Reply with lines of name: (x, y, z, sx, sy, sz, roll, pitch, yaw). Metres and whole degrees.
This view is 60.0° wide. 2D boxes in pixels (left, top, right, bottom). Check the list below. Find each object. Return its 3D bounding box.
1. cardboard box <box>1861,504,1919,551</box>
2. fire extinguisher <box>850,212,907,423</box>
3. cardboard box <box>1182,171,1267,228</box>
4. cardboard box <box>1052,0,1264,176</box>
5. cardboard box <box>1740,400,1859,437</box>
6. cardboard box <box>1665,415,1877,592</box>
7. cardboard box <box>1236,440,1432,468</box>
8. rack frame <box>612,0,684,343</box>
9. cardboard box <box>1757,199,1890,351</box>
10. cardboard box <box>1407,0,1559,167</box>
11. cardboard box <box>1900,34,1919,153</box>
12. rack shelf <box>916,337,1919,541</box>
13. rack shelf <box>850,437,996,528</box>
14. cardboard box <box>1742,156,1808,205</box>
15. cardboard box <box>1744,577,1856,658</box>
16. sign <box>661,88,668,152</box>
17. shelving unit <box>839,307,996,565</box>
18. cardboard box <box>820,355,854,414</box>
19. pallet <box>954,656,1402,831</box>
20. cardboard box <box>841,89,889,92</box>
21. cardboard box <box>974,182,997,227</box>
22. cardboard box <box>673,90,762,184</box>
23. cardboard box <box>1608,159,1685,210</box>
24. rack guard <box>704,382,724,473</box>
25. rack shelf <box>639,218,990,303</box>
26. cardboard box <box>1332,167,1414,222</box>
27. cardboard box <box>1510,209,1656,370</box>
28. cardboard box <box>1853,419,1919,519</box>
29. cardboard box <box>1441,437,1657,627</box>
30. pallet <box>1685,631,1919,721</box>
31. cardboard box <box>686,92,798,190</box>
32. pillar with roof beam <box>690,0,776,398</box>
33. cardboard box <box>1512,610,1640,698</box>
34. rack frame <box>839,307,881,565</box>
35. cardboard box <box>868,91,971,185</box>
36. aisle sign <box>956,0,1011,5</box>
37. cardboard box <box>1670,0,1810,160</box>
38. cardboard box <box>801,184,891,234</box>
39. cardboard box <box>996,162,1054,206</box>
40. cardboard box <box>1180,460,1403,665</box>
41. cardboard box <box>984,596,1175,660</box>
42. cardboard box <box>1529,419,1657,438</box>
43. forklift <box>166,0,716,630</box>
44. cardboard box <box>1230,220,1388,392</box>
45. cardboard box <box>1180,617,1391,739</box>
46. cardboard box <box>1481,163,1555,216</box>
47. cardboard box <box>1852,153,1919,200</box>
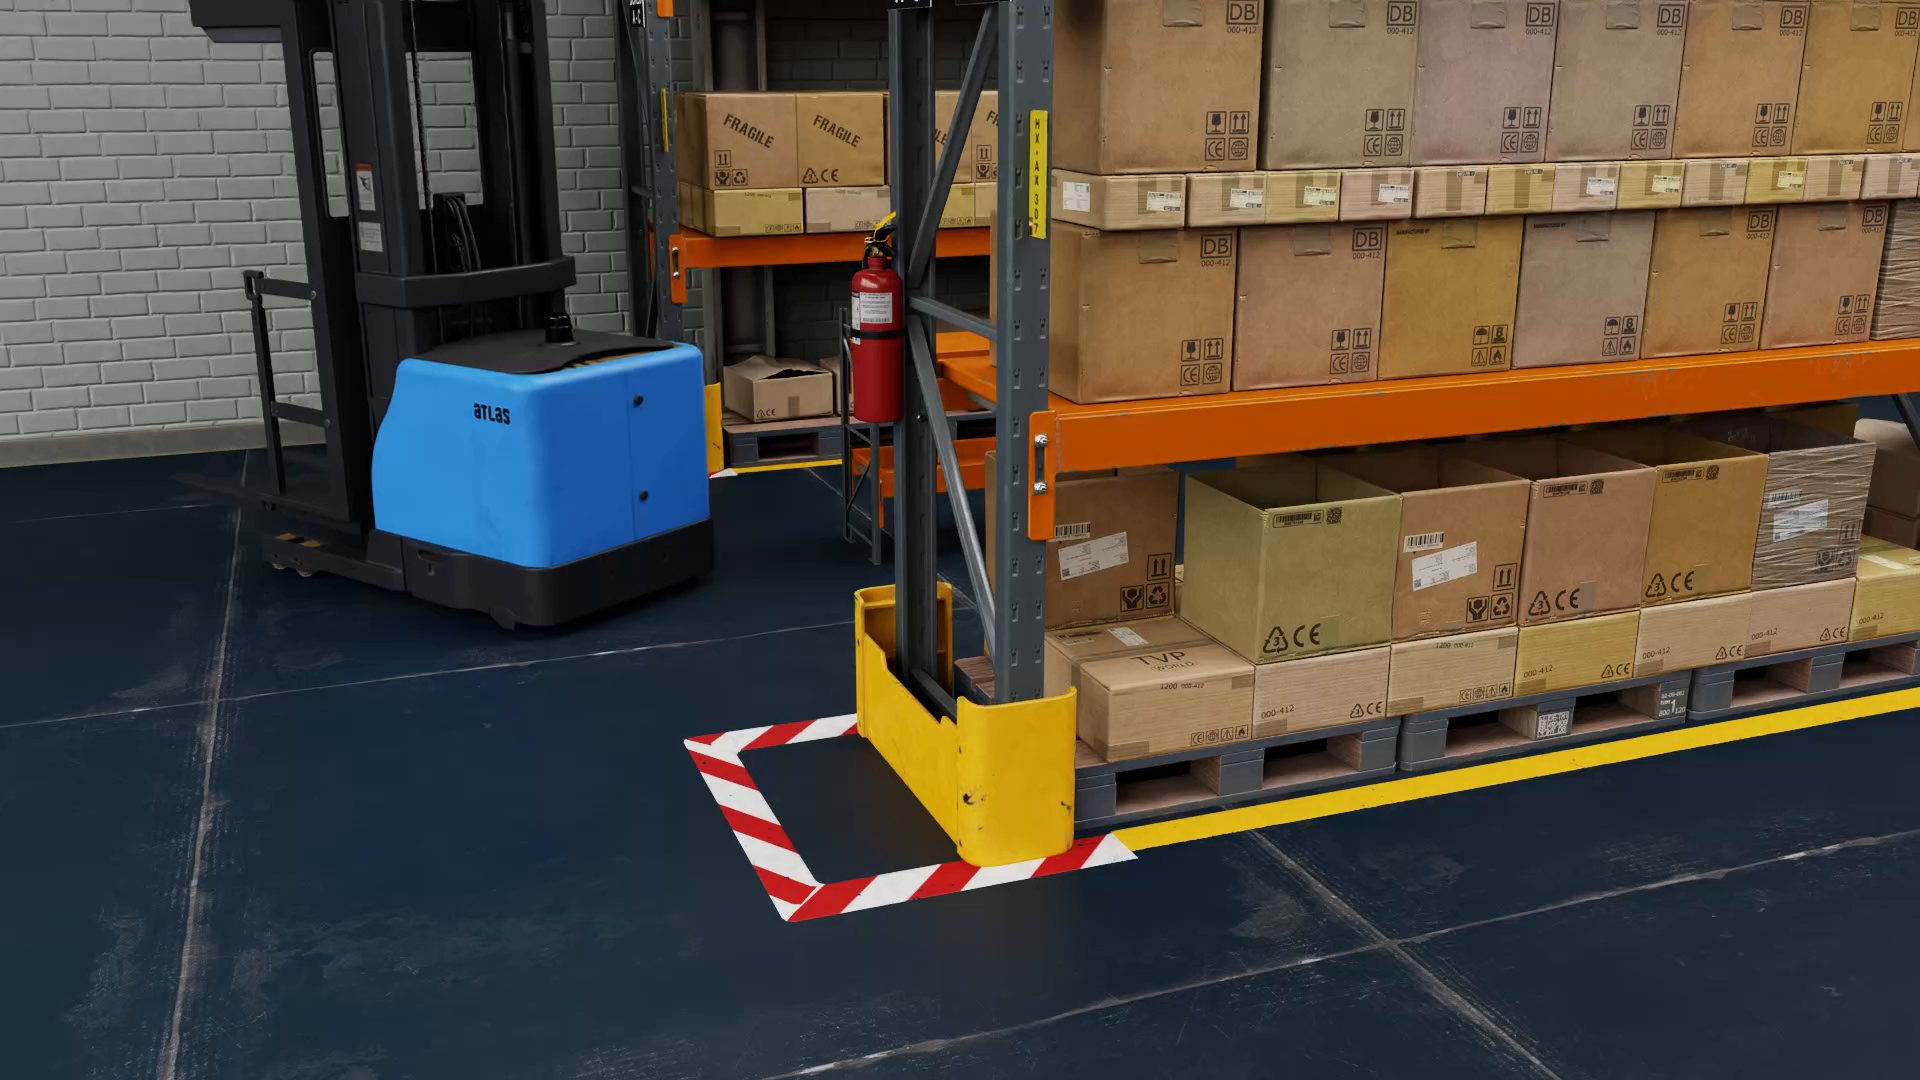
cardboard box: (4.030, -0.057, 7.102, 0.500, 0.250, 0.500, -6, 18, -21)
fire extinguisher: (-0.265, -0.726, 5.385, 0.183, 0.674, 0.296, -6, 17, -20)
cardboard box: (0.701, -1.022, 4.928, 0.250, 0.149, 0.380, -7, 18, -22)
cardboard box: (0.502, -1.372, 4.968, 0.500, 0.500, 0.700, -6, 17, -20)
cardboard box: (3.202, -0.334, 6.715, 0.500, 0.500, 0.500, -6, 17, -20)
cardboard box: (2.921, -0.147, 6.078, 0.500, 0.500, 0.500, -6, 17, -20)
cardboard box: (1.334, -0.132, 6.028, 0.500, 0.500, 0.500, -6, 17, -20)
rack frame: (-1.764, -1.956, 9.435, 0.127, 3.000, 1.000, -6, 17, -20)
cardboard box: (2.844, -1.003, 6.013, 0.500, 0.500, 0.700, -6, 18, -21)
cardboard box: (1.461, -1.478, 5.328, 0.500, 0.500, 0.700, -6, 17, -20)
cardboard box: (3.335, -1.680, 6.017, 0.500, 0.500, 0.700, -6, 17, -20)
rack shelf: (1.879, -0.509, 5.786, 4.000, 0.370, 1.077, -6, 17, -20)
rack shelf: (0.006, -0.306, 8.011, 1.000, 0.278, 0.538, -6, 17, -20)
cardboard box: (2.619, -1.230, 5.633, 0.250, 0.149, 0.380, -6, 17, -20)
cardboard box: (2.922, 0.214, 6.182, 0.500, 0.250, 0.500, -6, 17, -20)
sign: (-1.570, -2.229, 8.827, 0.005, 0.325, 0.100, -6, 17, -20)
shelving unit: (0.006, -0.540, 7.942, 1.048, 1.125, 0.538, -6, 17, -20)
cardboard box: (-0.554, -0.981, 10.105, 0.500, 0.311, 0.500, -5, 17, -15)
pallet: (0.711, 0.597, 5.691, 1.213, 0.211, 1.003, -6, 17, -20)
cardboard box: (-0.445, -2.458, 10.045, 0.500, 0.500, 0.500, -7, 18, -22)
cardboard box: (0.235, -2.016, 9.869, 0.500, 0.250, 0.500, -6, 17, -20)
cardboard box: (-1.400, -2.357, 9.700, 0.500, 0.500, 0.500, -6, 18, -21)
cardboard box: (2.136, -1.177, 5.452, 0.250, 0.149, 0.380, -6, 17, -18)
rack guard: (-1.693, -0.764, 9.814, 0.348, 0.500, 1.175, -6, 17, -20)
rack shelf: (0.103, -1.812, 10.223, 4.000, 0.370, 1.077, -6, 17, -20)
cardboard box: (1.171, -1.072, 5.097, 0.250, 0.149, 0.380, -6, 18, -21)
cardboard box: (1.897, -0.901, 5.667, 0.500, 0.500, 0.700, -6, 17, -18)
cardboard box: (4.022, -0.324, 7.017, 0.500, 0.311, 0.500, -6, 17, -20)
cardboard box: (1.994, -0.041, 5.718, 0.500, 0.500, 0.500, -6, 17, -20)
pallet: (2.989, 0.351, 6.529, 1.213, 0.211, 1.003, -6, 17, -20)
cardboard box: (-1.211, -2.222, 9.242, 0.500, 0.500, 0.500, -6, 17, -20)
pillar with roof beam: (0.120, -4.000, 5.748, 0.400, 9.000, 9.100, -6, 17, -20)
cardboard box: (1.993, 0.318, 5.825, 0.500, 0.250, 0.500, -6, 17, -20)
rack frame: (-0.468, -0.489, 7.768, 0.032, 1.125, 0.500, -6, 17, -20)
cardboard box: (-0.261, -2.320, 9.575, 0.500, 0.500, 0.500, -7, 18, -22)
aisle sign: (0.060, -1.813, 4.335, 0.004, 0.787, 0.394, -6, 17, -20)
cardboard box: (2.395, -1.579, 5.671, 0.500, 0.500, 0.700, -6, 17, -20)
cardboard box: (-0.715, -1.915, 9.528, 0.500, 0.250, 0.500, -7, 18, -22)
cardboard box: (0.300, -1.101, 5.195, 0.250, 0.149, 0.380, -6, 18, -21)
cardboard box: (1.058, 0.059, 5.379, 0.500, 0.500, 0.500, -6, 17, -20)
cardboard box: (0.407, 0.333, 5.775, 0.500, 0.250, 0.500, -6, 17, -20)
cardboard box: (2.268, -0.233, 6.372, 0.500, 0.500, 0.500, -6, 17, -20)
forklift: (-2.587, -1.346, 7.481, 3.031, 2.935, 1.130, 11, 20, 34)
cardboard box: (0.941, -0.799, 5.318, 0.500, 0.500, 0.700, -6, 17, -19)
cardboard box: (1.058, 0.418, 5.486, 0.500, 0.250, 0.500, -6, 17, -20)
cardboard box: (1.657, -1.125, 5.278, 0.250, 0.149, 0.380, -6, 18, -21)
cardboard box: (3.094, -1.280, 5.805, 0.250, 0.149, 0.380, -7, 18, -22)
